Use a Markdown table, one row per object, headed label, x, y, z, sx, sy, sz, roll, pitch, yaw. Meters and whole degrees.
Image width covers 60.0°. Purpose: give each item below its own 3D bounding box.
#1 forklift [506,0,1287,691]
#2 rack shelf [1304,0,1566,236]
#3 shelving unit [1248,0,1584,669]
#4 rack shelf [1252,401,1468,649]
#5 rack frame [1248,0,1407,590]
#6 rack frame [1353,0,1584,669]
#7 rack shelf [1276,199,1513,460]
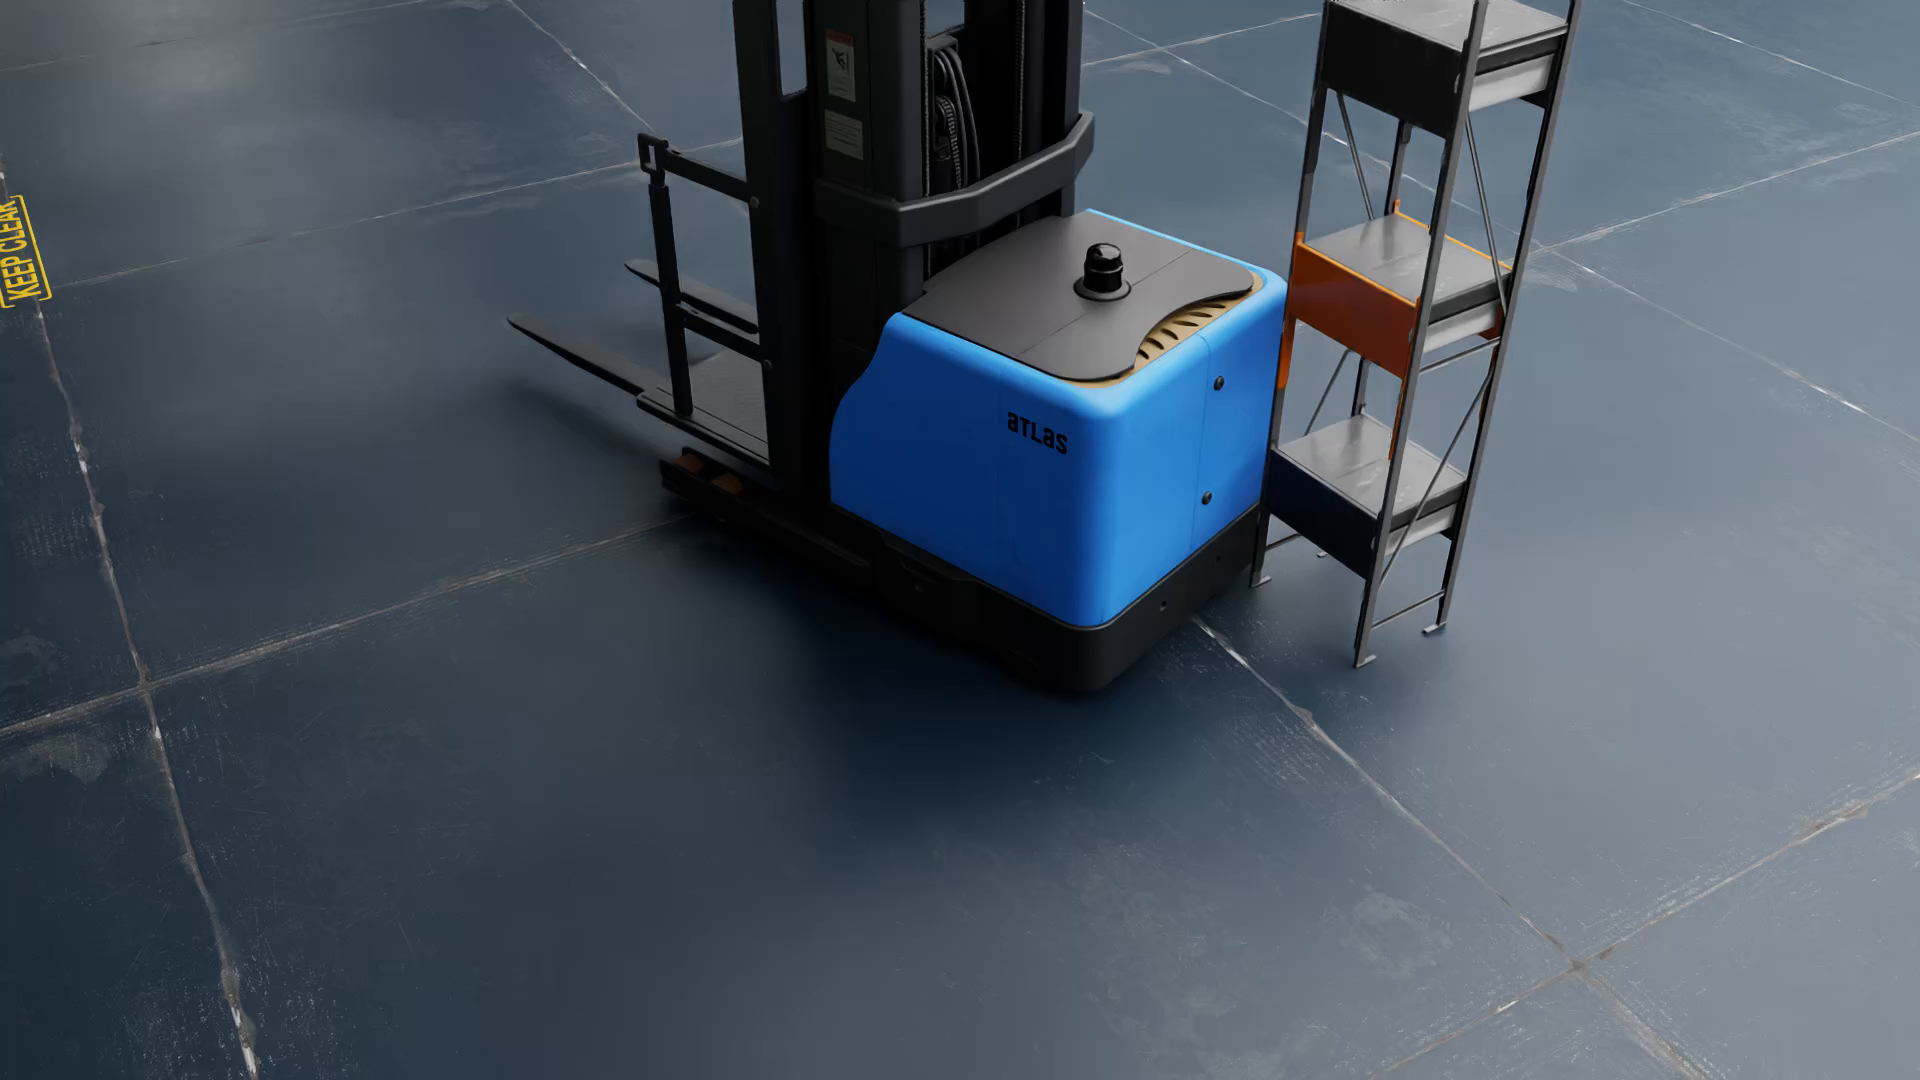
| label | x | y | z | sx | sy | sz | roll | pitch | yaw |
| --- | --- | --- | --- | --- | --- | --- | --- | --- | --- |
| forklift | -0.431 | -1.458 | 5.261 | 3.031 | 2.935 | 1.130 | 27 | 44 | 32 |
| rack shelf | 1.265 | -1.186 | 4.430 | 0.431 | 0.518 | 0.480 | -21 | 41 | -27 |
| shelving unit | 1.265 | -0.632 | 4.834 | 0.431 | 2.100 | 0.503 | -21 | 41 | -27 |
| rack shelf | 1.265 | -0.055 | 5.255 | 0.431 | 0.518 | 0.480 | -21 | 41 | -27 |
| rack frame | 1.129 | -0.751 | 4.999 | 0.400 | 2.100 | 0.015 | -21 | 41 | -27 |
| rack frame | 1.400 | -0.512 | 4.670 | 0.400 | 2.100 | 0.015 | -21 | 41 | -27 |
| rack shelf | 1.265 | -0.621 | 4.843 | 0.431 | 0.518 | 0.480 | -21 | 41 | -27 |
